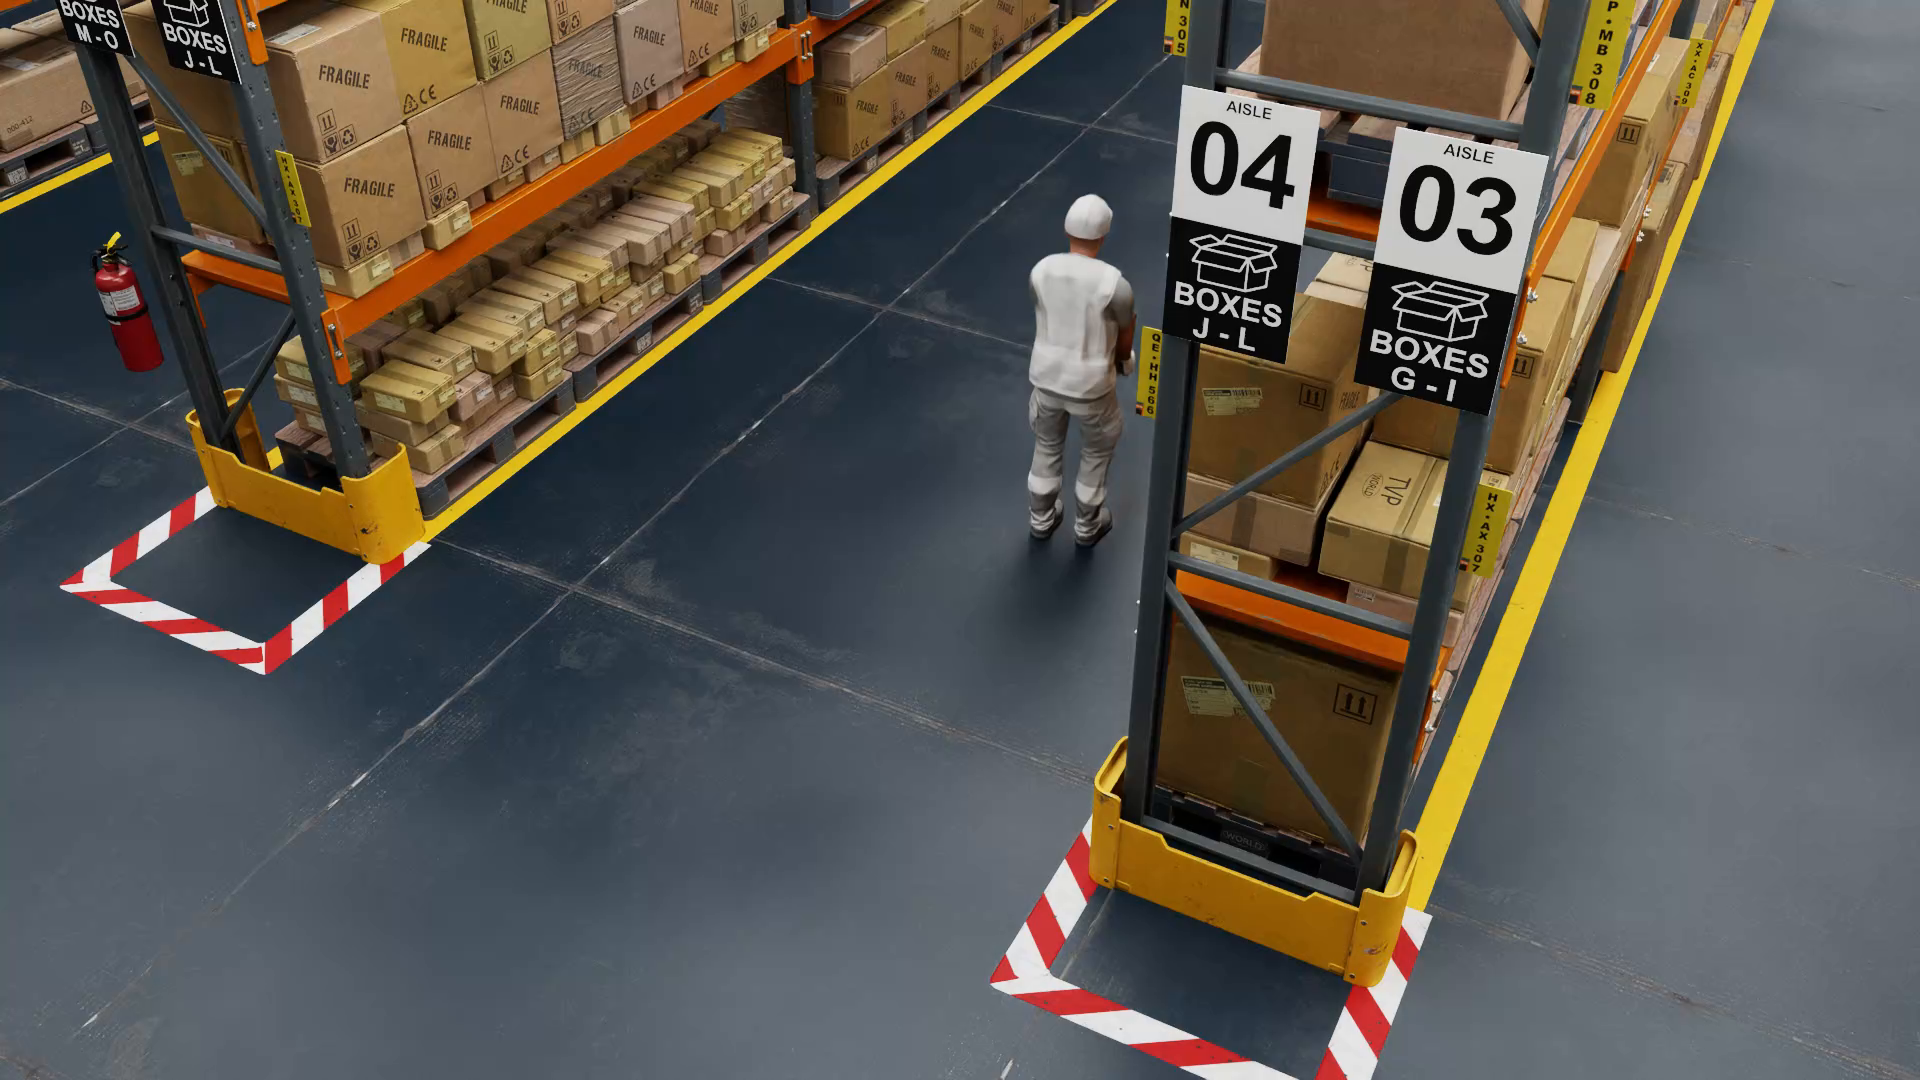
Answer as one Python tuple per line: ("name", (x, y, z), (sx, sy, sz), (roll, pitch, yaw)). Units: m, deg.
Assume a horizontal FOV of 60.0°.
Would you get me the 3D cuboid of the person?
("person", (0.562, -0.785, 7.762), (0.493, 1.770, 0.574), (17, 41, 21))
